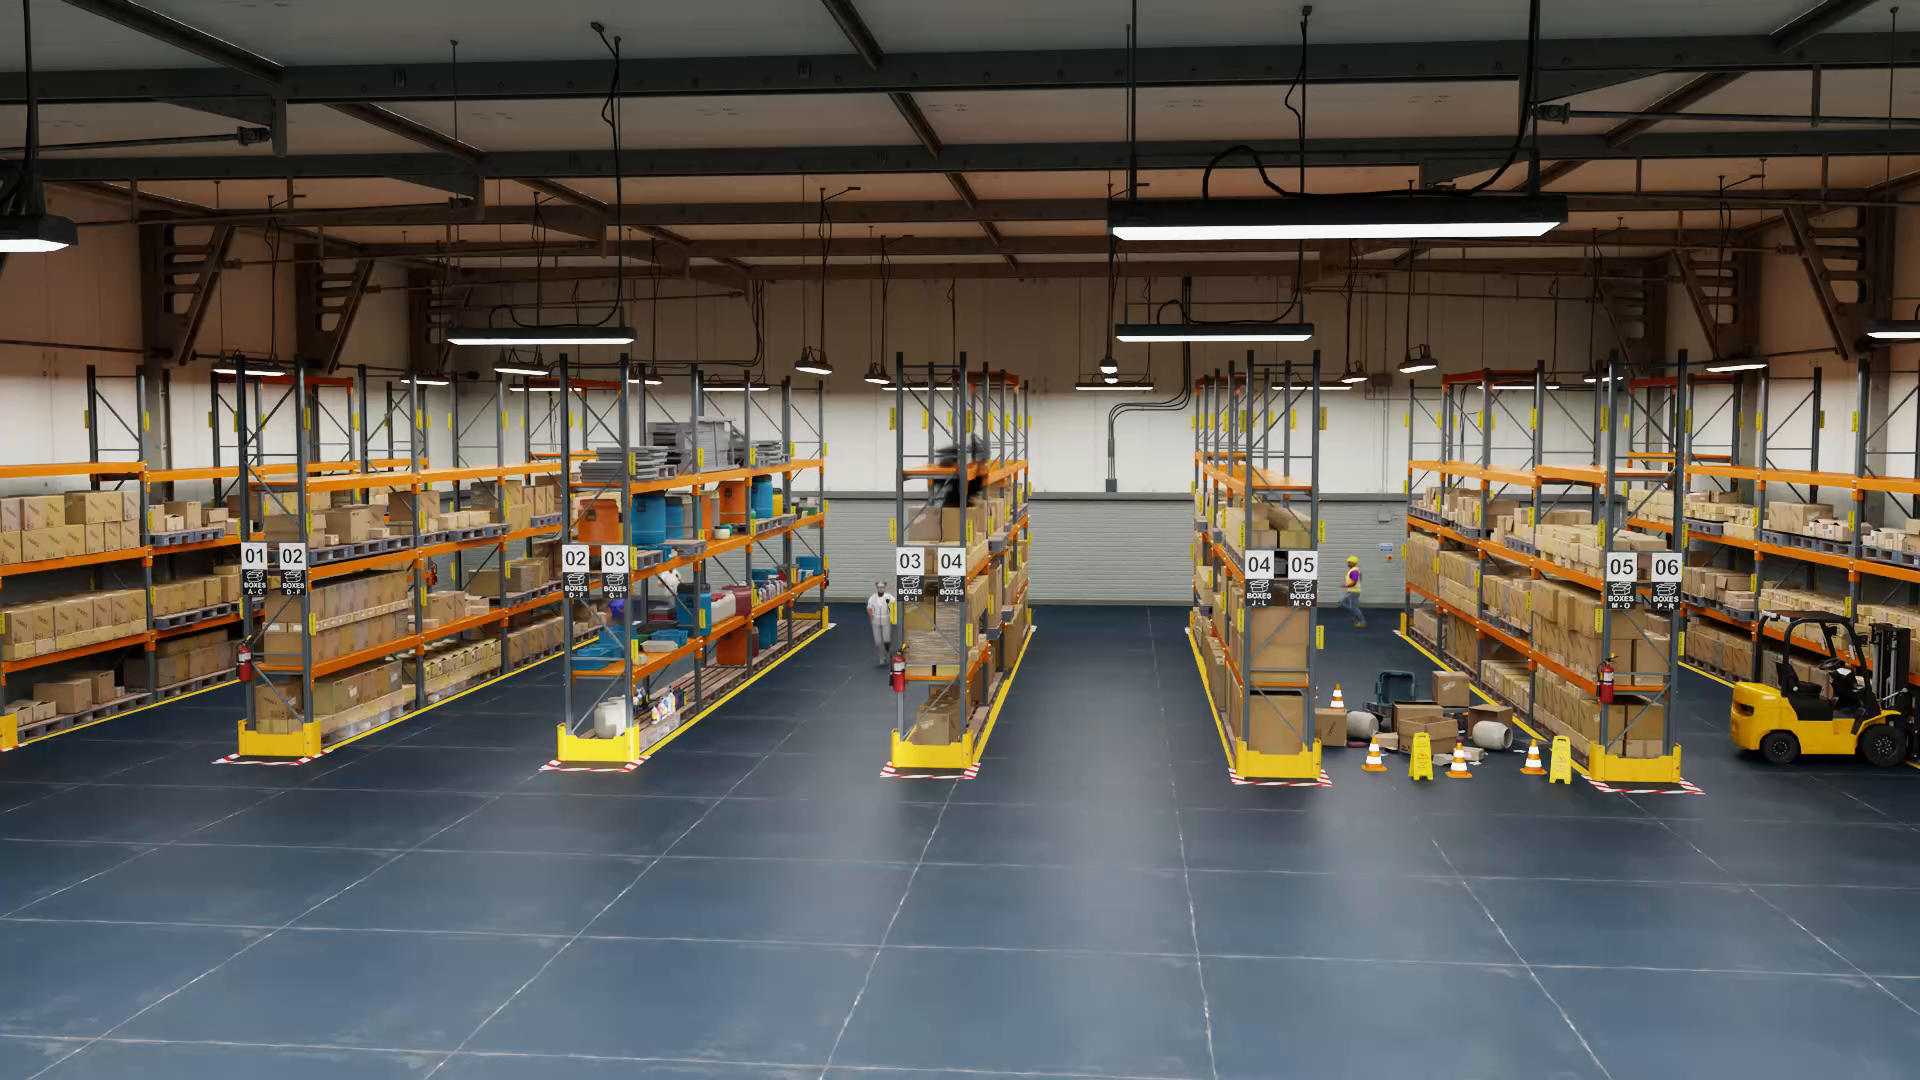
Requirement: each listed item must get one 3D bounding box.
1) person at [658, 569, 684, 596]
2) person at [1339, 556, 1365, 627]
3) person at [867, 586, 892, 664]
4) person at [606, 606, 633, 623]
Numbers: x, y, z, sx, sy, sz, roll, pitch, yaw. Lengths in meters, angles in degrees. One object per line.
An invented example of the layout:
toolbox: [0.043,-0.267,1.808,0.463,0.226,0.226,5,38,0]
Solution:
person: [-6.986,1.341,40.291,0.640,1.610,0.885,-1,4,-18]
person: [9.546,1.251,40.484,0.661,1.717,0.691,1,4,7]
person: [-1.609,1.725,34.187,0.636,1.681,0.582,0,4,4]
person: [-7.016,1.316,34.176,0.581,0.804,0.578,0,4,-2]
